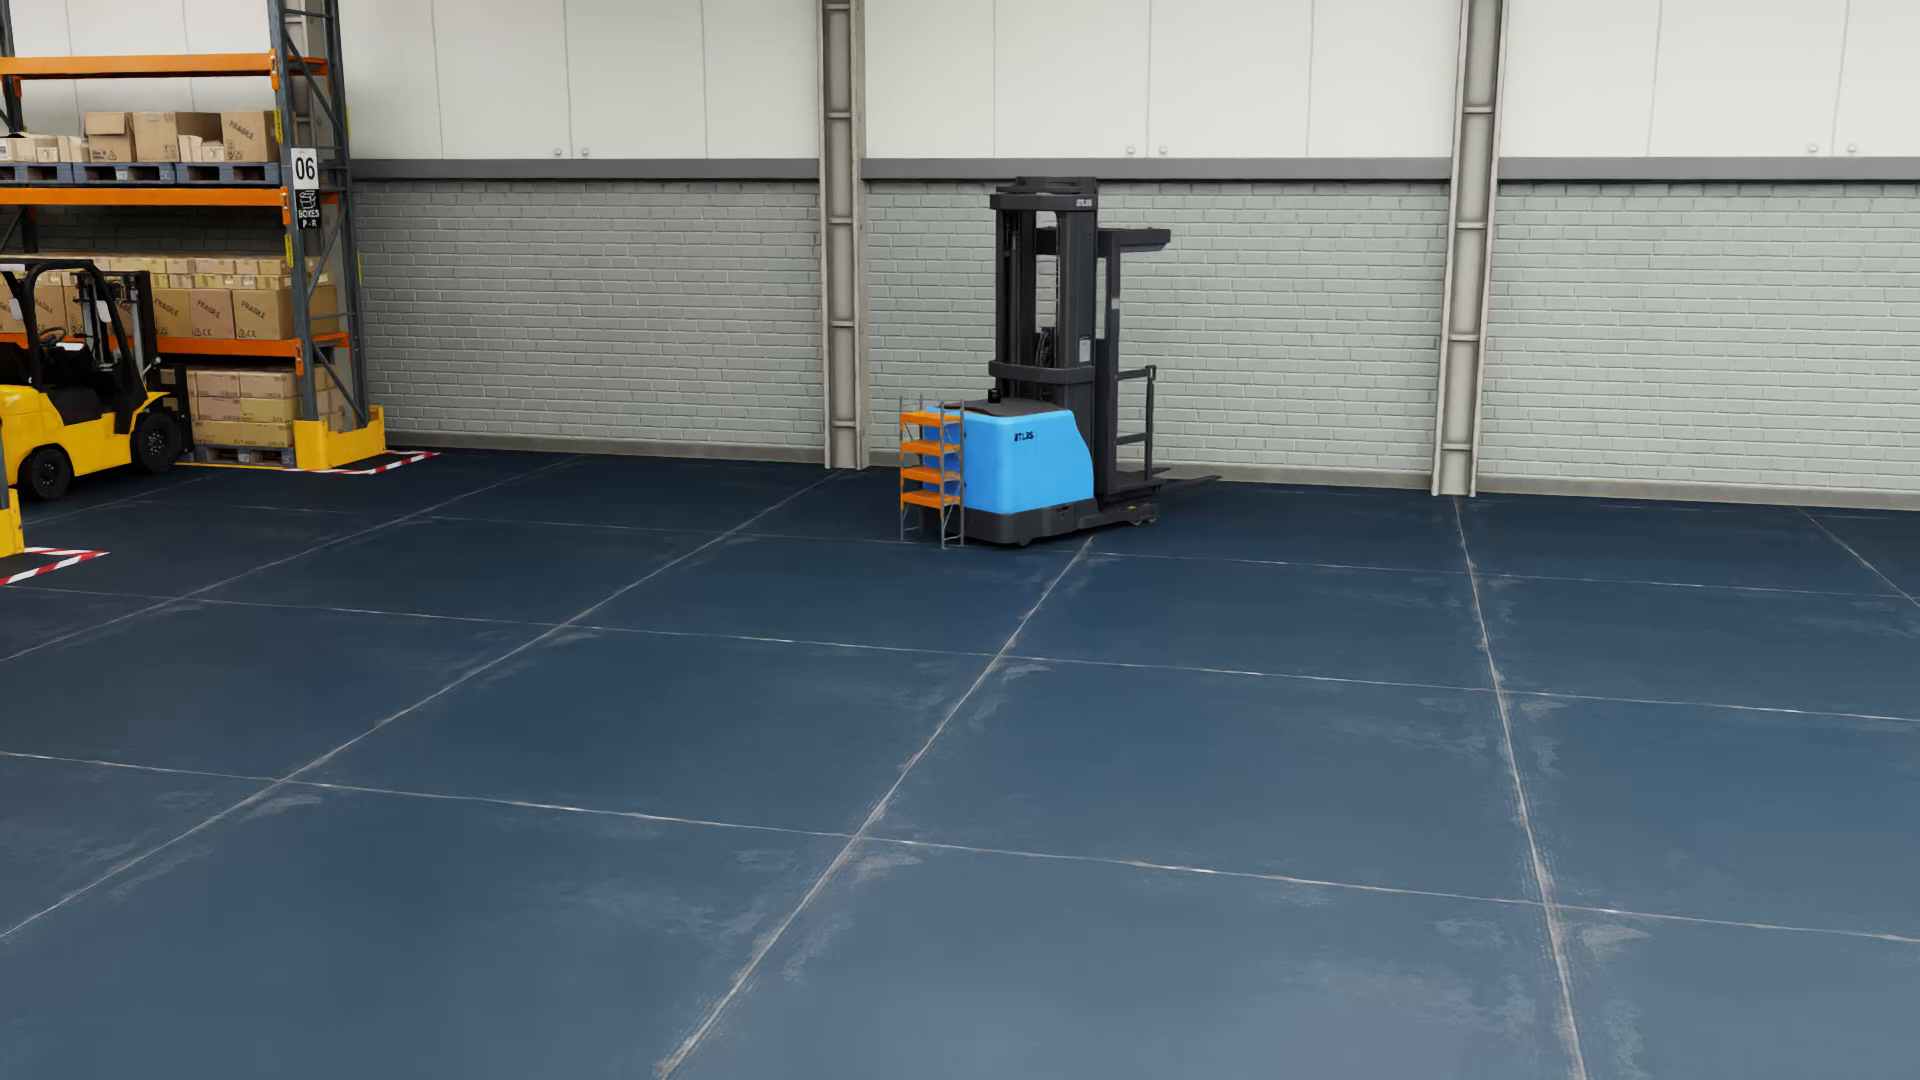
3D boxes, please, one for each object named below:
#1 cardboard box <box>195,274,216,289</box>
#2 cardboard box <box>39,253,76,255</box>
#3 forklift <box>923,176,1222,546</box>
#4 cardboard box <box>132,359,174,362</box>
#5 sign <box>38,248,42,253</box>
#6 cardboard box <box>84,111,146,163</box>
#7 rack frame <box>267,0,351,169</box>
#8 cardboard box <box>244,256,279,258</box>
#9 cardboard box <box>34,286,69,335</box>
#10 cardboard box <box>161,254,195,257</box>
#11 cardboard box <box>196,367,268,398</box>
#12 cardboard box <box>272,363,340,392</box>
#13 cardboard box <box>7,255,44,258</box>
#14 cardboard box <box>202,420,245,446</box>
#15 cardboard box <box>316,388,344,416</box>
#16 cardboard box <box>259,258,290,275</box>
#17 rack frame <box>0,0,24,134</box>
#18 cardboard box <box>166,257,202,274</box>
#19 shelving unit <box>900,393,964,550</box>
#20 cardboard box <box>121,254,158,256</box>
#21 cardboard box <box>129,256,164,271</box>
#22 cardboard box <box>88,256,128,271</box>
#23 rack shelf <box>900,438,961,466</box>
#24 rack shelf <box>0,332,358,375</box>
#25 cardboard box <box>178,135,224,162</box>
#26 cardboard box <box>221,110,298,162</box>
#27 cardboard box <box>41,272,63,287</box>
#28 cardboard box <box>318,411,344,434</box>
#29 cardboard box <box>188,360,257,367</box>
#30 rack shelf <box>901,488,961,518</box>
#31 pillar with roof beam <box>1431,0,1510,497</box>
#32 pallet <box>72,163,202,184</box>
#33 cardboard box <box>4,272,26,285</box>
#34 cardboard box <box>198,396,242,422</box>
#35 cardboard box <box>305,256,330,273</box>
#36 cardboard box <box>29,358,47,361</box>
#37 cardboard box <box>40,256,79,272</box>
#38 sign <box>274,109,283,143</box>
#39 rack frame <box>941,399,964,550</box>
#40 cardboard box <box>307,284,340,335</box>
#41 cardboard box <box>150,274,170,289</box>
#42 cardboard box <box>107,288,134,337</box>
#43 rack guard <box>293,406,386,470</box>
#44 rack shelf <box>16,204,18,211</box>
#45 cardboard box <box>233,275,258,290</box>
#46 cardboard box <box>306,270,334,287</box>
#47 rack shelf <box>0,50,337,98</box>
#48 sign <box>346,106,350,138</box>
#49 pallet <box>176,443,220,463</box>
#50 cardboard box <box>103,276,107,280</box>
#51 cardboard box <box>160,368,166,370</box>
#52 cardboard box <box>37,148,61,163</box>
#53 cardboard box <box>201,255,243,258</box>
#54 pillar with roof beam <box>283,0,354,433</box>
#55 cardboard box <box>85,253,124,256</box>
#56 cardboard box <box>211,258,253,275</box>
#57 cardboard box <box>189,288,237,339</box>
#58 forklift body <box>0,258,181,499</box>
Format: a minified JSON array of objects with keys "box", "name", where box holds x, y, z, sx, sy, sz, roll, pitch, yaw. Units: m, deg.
[{"box":[-7.660,-2.679,17.155,0.250,0.149,0.380,3,13,13],"name":"cardboard box"},{"box":[-9.794,-3.049,18.137,0.250,0.149,0.380,3,13,12],"name":"cardboard box"},{"box":[1.093,-1.628,14.307,3.031,2.935,1.130,-12,17,-42],"name":"forklift"},{"box":[-8.902,-1.827,18.114,0.500,0.250,0.500,3,13,14],"name":"cardboard box"},{"box":[-10.278,-3.091,18.561,0.005,0.325,0.100,3,13,14],"name":"sign"},{"box":[-8.544,-4.159,17.189,0.637,0.503,0.797,3,13,15],"name":"cardboard box"},{"box":[-6.526,-5.235,16.551,0.127,3.000,1.000,3,13,14],"name":"rack frame"},{"box":[-7.307,-2.910,17.510,0.250,0.149,0.380,3,13,15],"name":"cardboard box"},{"box":[-9.532,-2.461,17.669,0.500,0.500,0.500,3,13,15],"name":"cardboard box"},{"box":[-8.296,-2.965,17.758,0.250,0.149,0.380,3,13,14],"name":"cardboard box"},{"box":[-7.545,-1.640,17.271,0.500,0.250,0.500,3,13,15],"name":"cardboard box"},{"box":[-6.947,-1.721,17.637,0.500,0.250,0.500,3,13,13],"name":"cardboard box"},{"box":[-9.891,-2.954,17.709,0.250,0.149,0.380,3,13,14],"name":"cardboard box"},{"box":[-7.539,-1.154,17.389,0.500,0.250,0.500,3,13,14],"name":"cardboard box"},{"box":[-6.933,-1.481,17.706,0.500,0.250,0.500,3,13,15],"name":"cardboard box"},{"box":[-6.924,-2.791,16.972,0.250,0.149,0.380,3,13,14],"name":"cardboard box"},{"box":[-10.410,-5.442,17.487,0.127,3.000,1.000,3,13,14],"name":"rack frame"},{"box":[-7.935,-2.824,17.120,0.250,0.149,0.380,3,13,15],"name":"cardboard box"},{"box":[-0.229,-0.561,13.493,0.258,1.200,0.503,-12,17,-43],"name":"shelving unit"},{"box":[-8.792,-2.998,17.905,0.250,0.149,0.380,3,13,13],"name":"cardboard box"},{"box":[-8.415,-2.869,17.325,0.250,0.149,0.380,3,13,14],"name":"cardboard box"},{"box":[-8.901,-2.895,17.442,0.250,0.149,0.380,3,13,13],"name":"cardboard box"},{"box":[-0.229,-0.714,13.459,0.258,0.148,0.480,-12,17,-43],"name":"rack shelf"},{"box":[-8.468,-2.058,17.747,4.000,0.370,1.077,3,13,14],"name":"rack shelf"},{"box":[-7.650,-3.951,16.800,0.258,0.266,0.396,3,13,14],"name":"cardboard box"},{"box":[-7.014,-4.045,16.682,0.500,0.500,0.500,3,13,15],"name":"cardboard box"},{"box":[-9.430,-2.758,17.510,0.250,0.149,0.380,3,13,15],"name":"cardboard box"},{"box":[-6.956,-1.235,17.754,0.500,0.250,0.500,3,13,14],"name":"cardboard box"},{"box":[-7.916,-1.775,17.878,0.500,0.250,0.500,3,13,13],"name":"cardboard box"},{"box":[-0.229,-0.302,13.550,0.258,0.148,0.480,-12,17,-43],"name":"rack shelf"},{"box":[3.633,-3.932,10.681,0.400,9.000,9.100,3,13,14],"name":"pillar with roof beam"},{"box":[-8.395,-3.832,17.359,1.213,0.211,1.003,3,13,14],"name":"pallet"},{"box":[-9.911,-2.794,17.673,0.250,0.149,0.380,3,13,15],"name":"cardboard box"},{"box":[-7.558,-1.400,17.344,0.500,0.250,0.500,3,13,13],"name":"cardboard box"},{"box":[-6.801,-2.879,17.369,0.250,0.149,0.380,3,13,12],"name":"cardboard box"},{"box":[-9.885,-1.879,18.349,0.500,0.250,0.500,3,13,15],"name":"cardboard box"},{"box":[-9.420,-2.904,17.483,0.250,0.149,0.380,3,13,15],"name":"cardboard box"},{"box":[-6.670,-4.050,16.278,0.005,0.325,0.100,3,13,14],"name":"sign"},{"box":[-0.060,-0.523,13.321,0.240,1.200,0.015,-12,17,-43],"name":"rack frame"},{"box":[-6.941,-2.439,17.570,0.500,0.500,0.500,3,13,15],"name":"cardboard box"},{"box":[-8.181,-2.692,17.213,0.250,0.149,0.380,3,13,14],"name":"cardboard box"},{"box":[-8.557,-2.404,17.413,0.500,0.500,0.500,3,13,14],"name":"cardboard box"},{"box":[-6.503,-1.084,17.466,0.348,0.500,1.175,3,13,14],"name":"rack guard"},{"box":[-12.351,-3.730,18.358,4.000,0.370,1.077,3,13,14],"name":"rack shelf"},{"box":[-7.185,-2.637,16.967,0.250,0.149,0.380,3,13,14],"name":"cardboard box"},{"box":[-6.793,-2.743,17.445,0.250,0.149,0.380,3,13,12],"name":"cardboard box"},{"box":[-8.468,-4.792,17.141,4.000,0.370,1.077,3,13,14],"name":"rack shelf"},{"box":[-6.387,-4.352,17.298,0.005,0.325,0.100,3,13,14],"name":"sign"},{"box":[-8.459,-1.039,17.930,1.213,0.211,1.003,3,13,14],"name":"pallet"},{"box":[-8.927,-2.735,17.405,0.250,0.149,0.380,3,13,12],"name":"cardboard box"},{"box":[-8.527,-1.692,17.505,0.500,0.250,0.500,3,13,12],"name":"cardboard box"},{"box":[-9.301,-3.982,17.210,0.250,0.149,0.380,3,13,15],"name":"cardboard box"},{"box":[-7.805,-2.935,17.620,0.250,0.149,0.380,3,13,15],"name":"cardboard box"},{"box":[-8.018,-4.555,13.488,0.400,9.000,9.100,3,13,14],"name":"pillar with roof beam"},{"box":[-9.275,-3.039,18.089,0.250,0.149,0.380,3,13,12],"name":"cardboard box"},{"box":[-7.432,-2.805,17.036,0.250,0.149,0.380,3,13,15],"name":"cardboard box"},{"box":[-7.568,-2.354,17.187,0.500,0.500,0.500,3,13,15],"name":"cardboard box"},{"box":[-8.804,-1.606,16.008,1.214,2.155,2.313,3,13,14],"name":"forklift body"}]
